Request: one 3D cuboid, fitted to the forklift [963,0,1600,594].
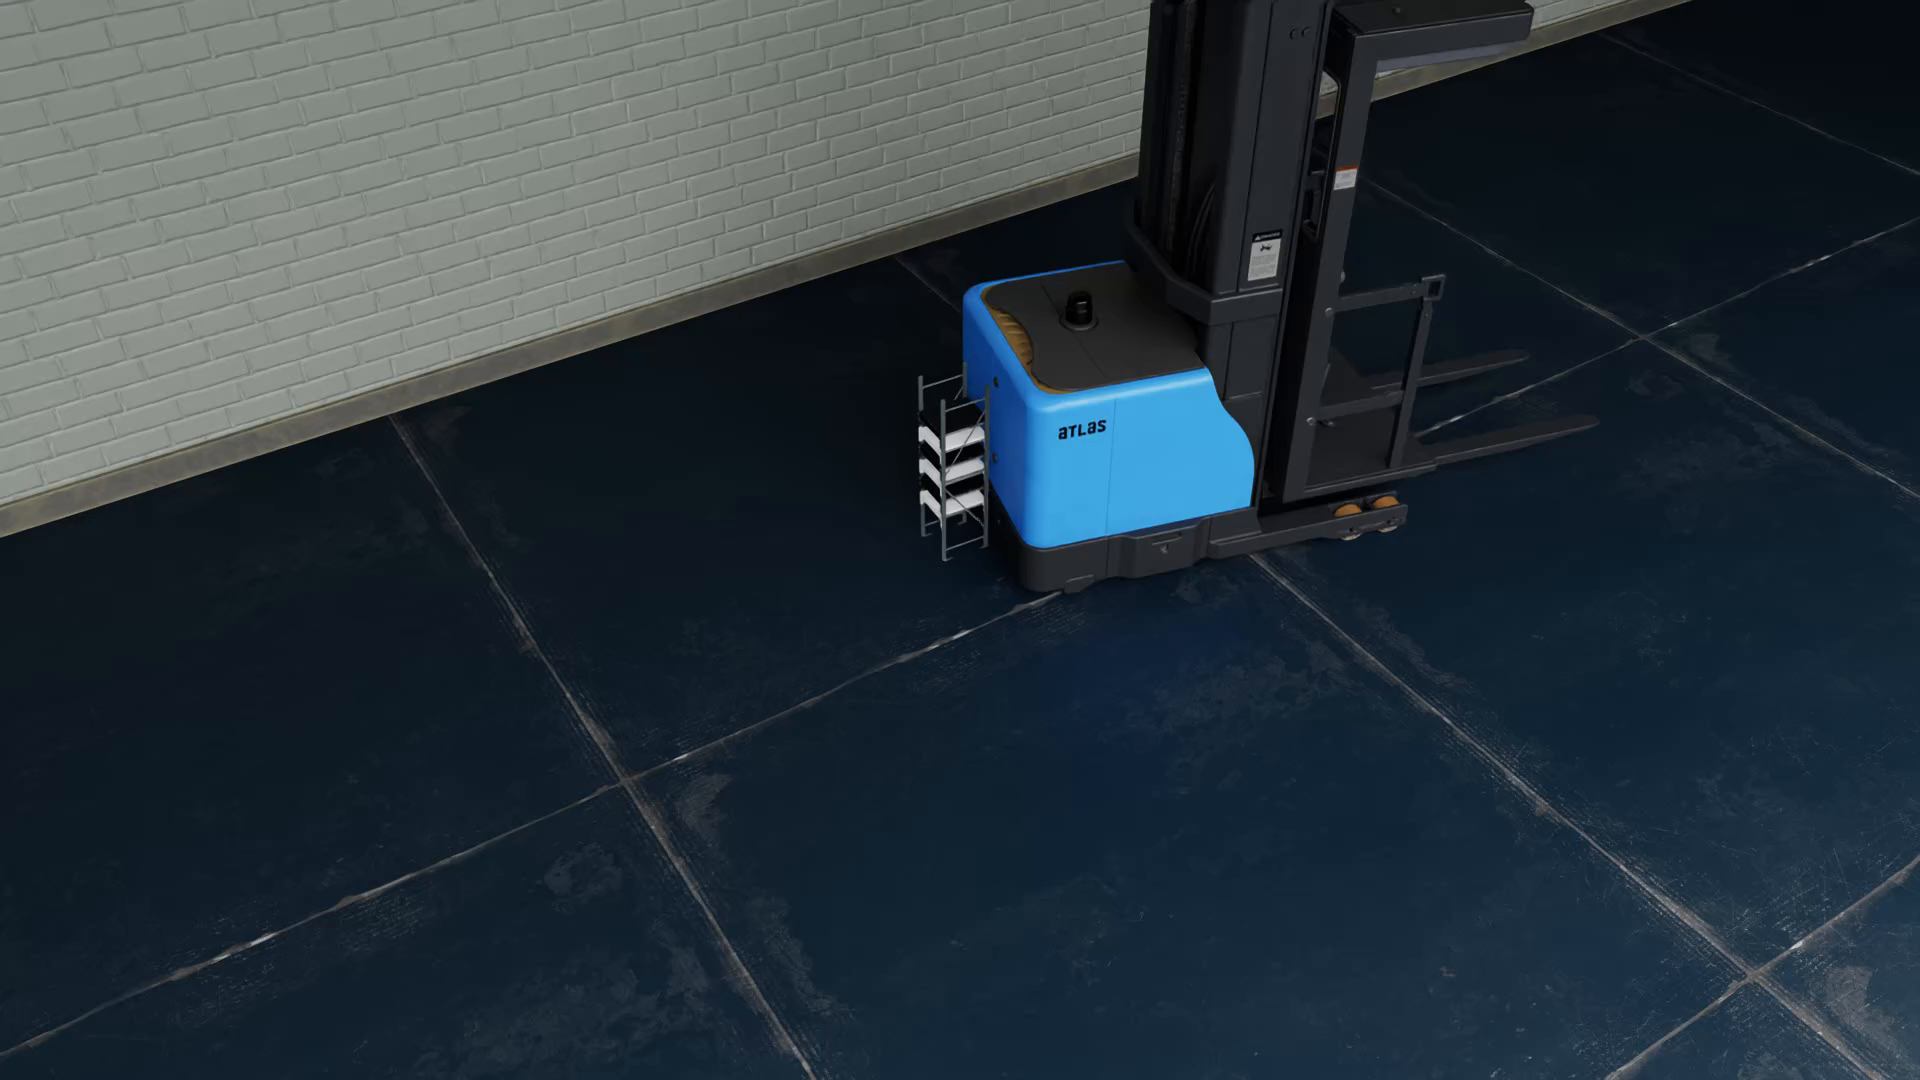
[{"bbox_3d":[1.574,-1.437,7.185,3.031,2.935,1.130,-12,41,-14],"label":"forklift"}]

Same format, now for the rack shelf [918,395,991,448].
[{"bbox_3d":[-0.026,-0.522,7.304,0.258,0.077,0.200,-19,44,-22],"label":"rack shelf"}]

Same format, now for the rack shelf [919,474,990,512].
[{"bbox_3d":[-0.026,-0.246,7.534,0.258,0.077,0.200,-19,44,-22],"label":"rack shelf"}]

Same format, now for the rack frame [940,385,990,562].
[{"bbox_3d":[0.023,-0.283,7.387,0.240,0.900,0.006,-19,44,-22],"label":"rack frame"}]

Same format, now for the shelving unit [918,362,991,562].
[{"bbox_3d":[-0.026,-0.340,7.455,0.258,0.900,0.210,-19,44,-22],"label":"shelving unit"}]

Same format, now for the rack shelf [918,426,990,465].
[{"bbox_3d":[-0.026,-0.453,7.362,0.258,0.077,0.200,-19,44,-22],"label":"rack shelf"}]

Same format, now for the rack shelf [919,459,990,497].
[{"bbox_3d":[-0.026,-0.315,7.477,0.258,0.077,0.200,-19,44,-22],"label":"rack shelf"}]

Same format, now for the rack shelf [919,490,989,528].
[{"bbox_3d":[-0.026,-0.176,7.592,0.258,0.077,0.200,-19,44,-22],"label":"rack shelf"}]

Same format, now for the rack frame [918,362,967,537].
[{"bbox_3d":[-0.076,-0.397,7.524,0.240,0.900,0.006,-19,44,-22],"label":"rack frame"}]

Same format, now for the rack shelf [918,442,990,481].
[{"bbox_3d":[-0.026,-0.384,7.419,0.258,0.077,0.200,-19,44,-22],"label":"rack shelf"}]
